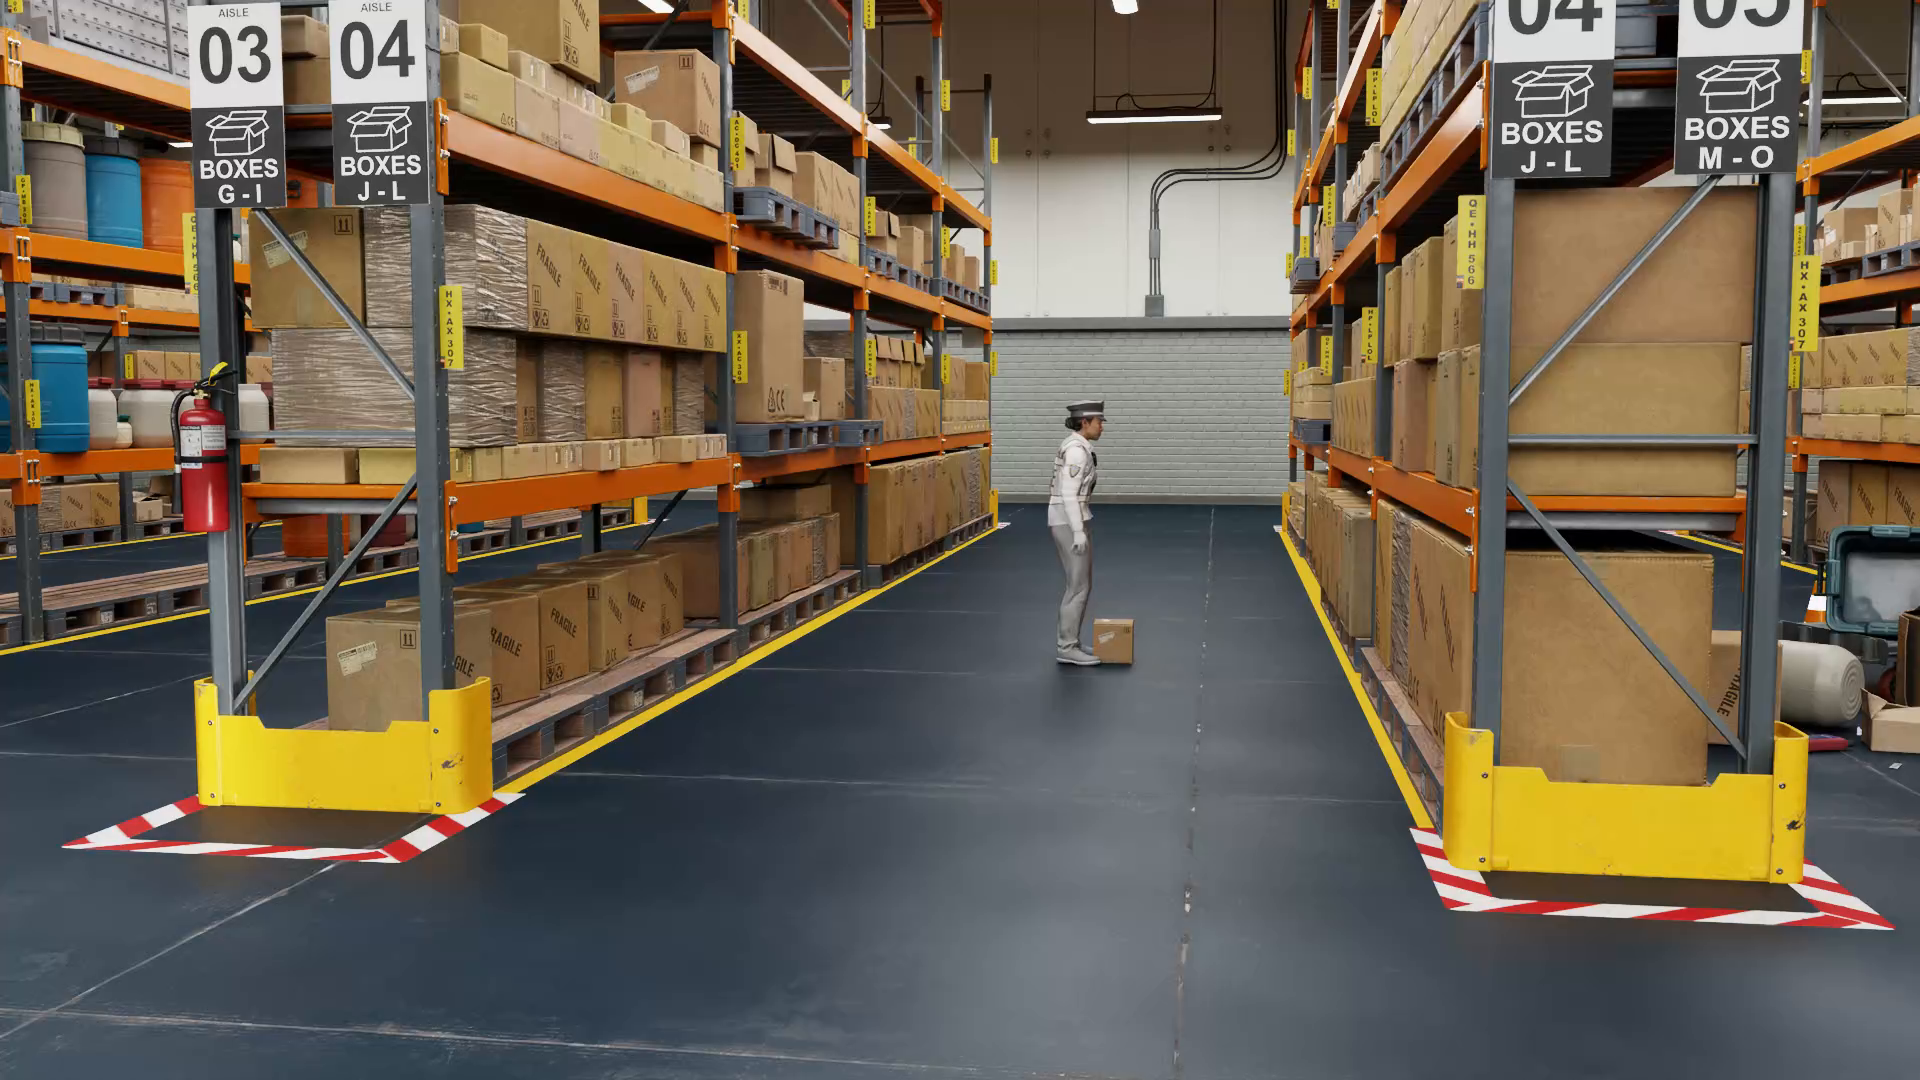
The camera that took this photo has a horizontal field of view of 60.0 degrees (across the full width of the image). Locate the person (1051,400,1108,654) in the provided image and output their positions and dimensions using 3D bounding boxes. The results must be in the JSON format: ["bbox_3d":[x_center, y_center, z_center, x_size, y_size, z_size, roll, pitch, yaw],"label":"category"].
[{"bbox_3d":[0.762,-0.090,10.608,0.347,1.601,0.507,1,5,8],"label":"person"}]
